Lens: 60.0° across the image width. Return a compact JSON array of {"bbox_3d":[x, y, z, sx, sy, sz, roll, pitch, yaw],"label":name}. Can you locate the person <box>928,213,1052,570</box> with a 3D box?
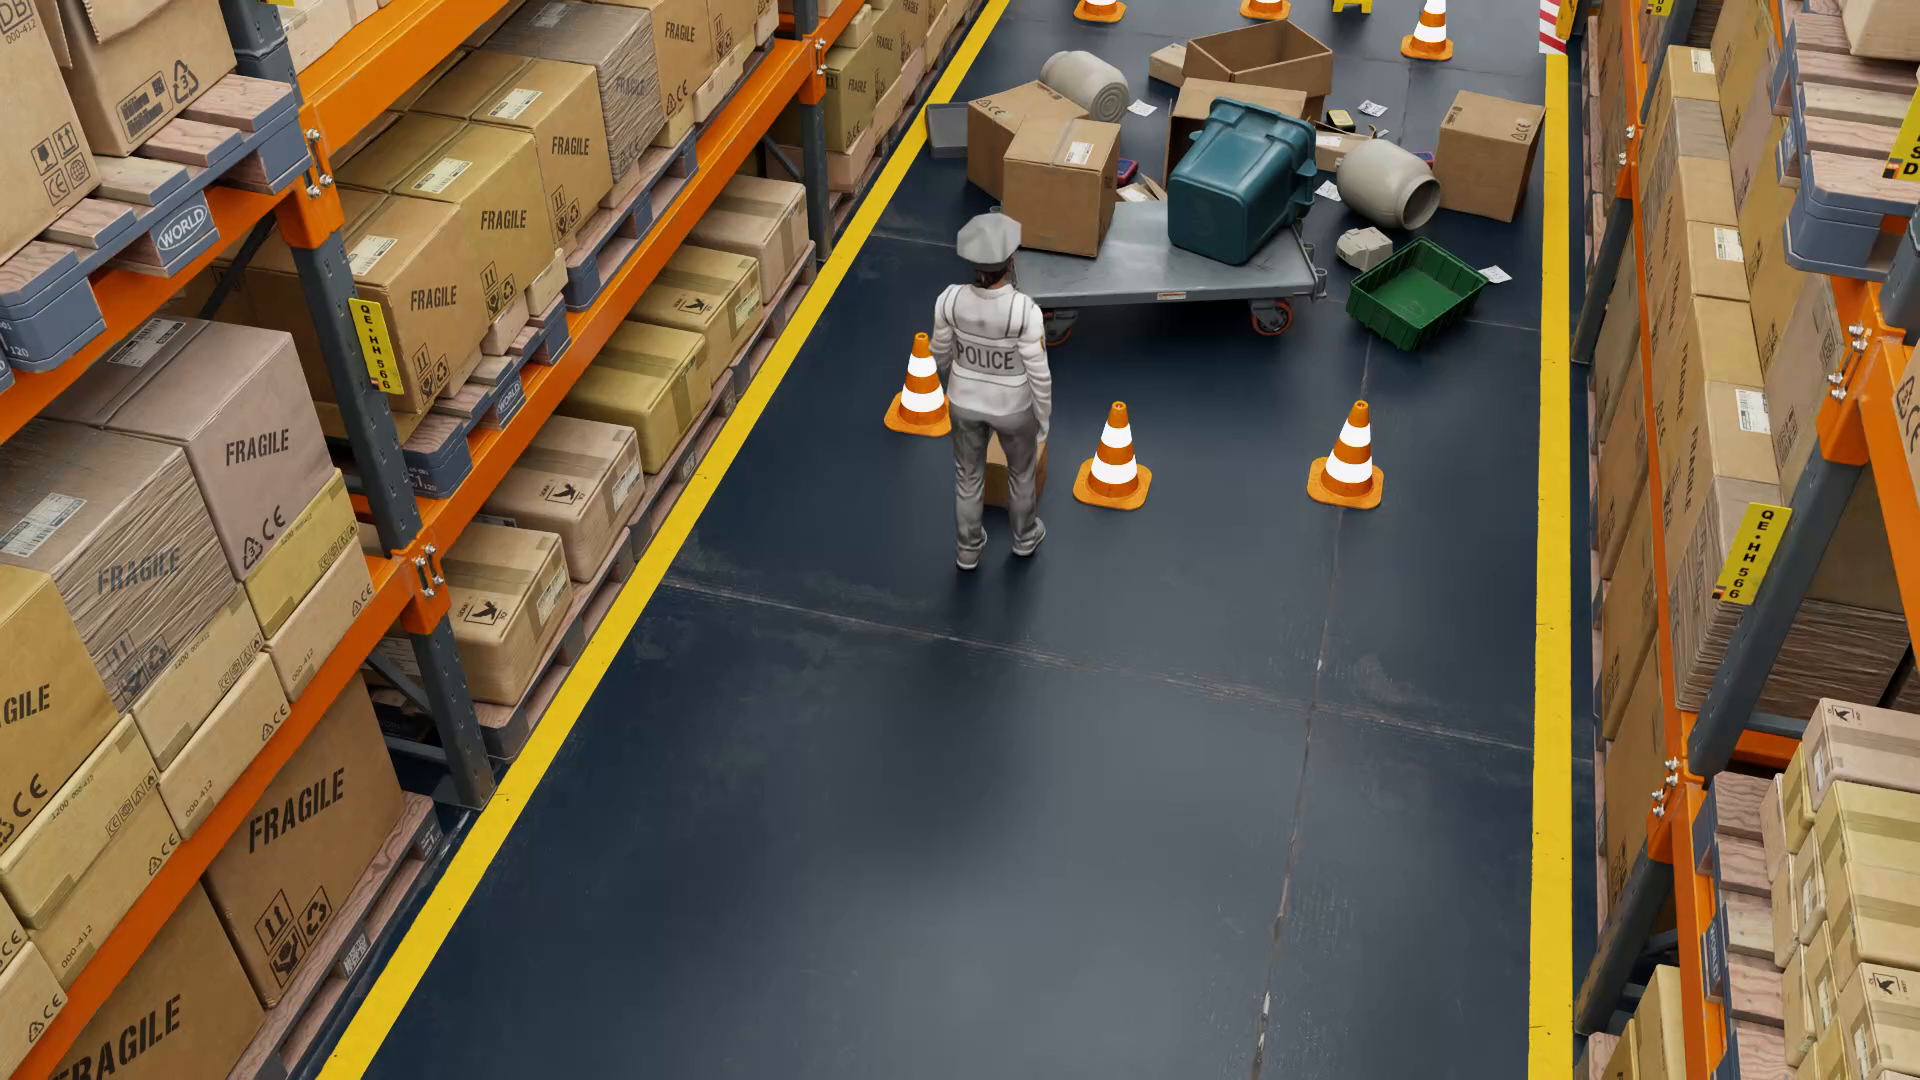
[{"bbox_3d":[0.144,-0.595,6.826,0.524,1.704,0.474,11,42,12],"label":"person"}]
